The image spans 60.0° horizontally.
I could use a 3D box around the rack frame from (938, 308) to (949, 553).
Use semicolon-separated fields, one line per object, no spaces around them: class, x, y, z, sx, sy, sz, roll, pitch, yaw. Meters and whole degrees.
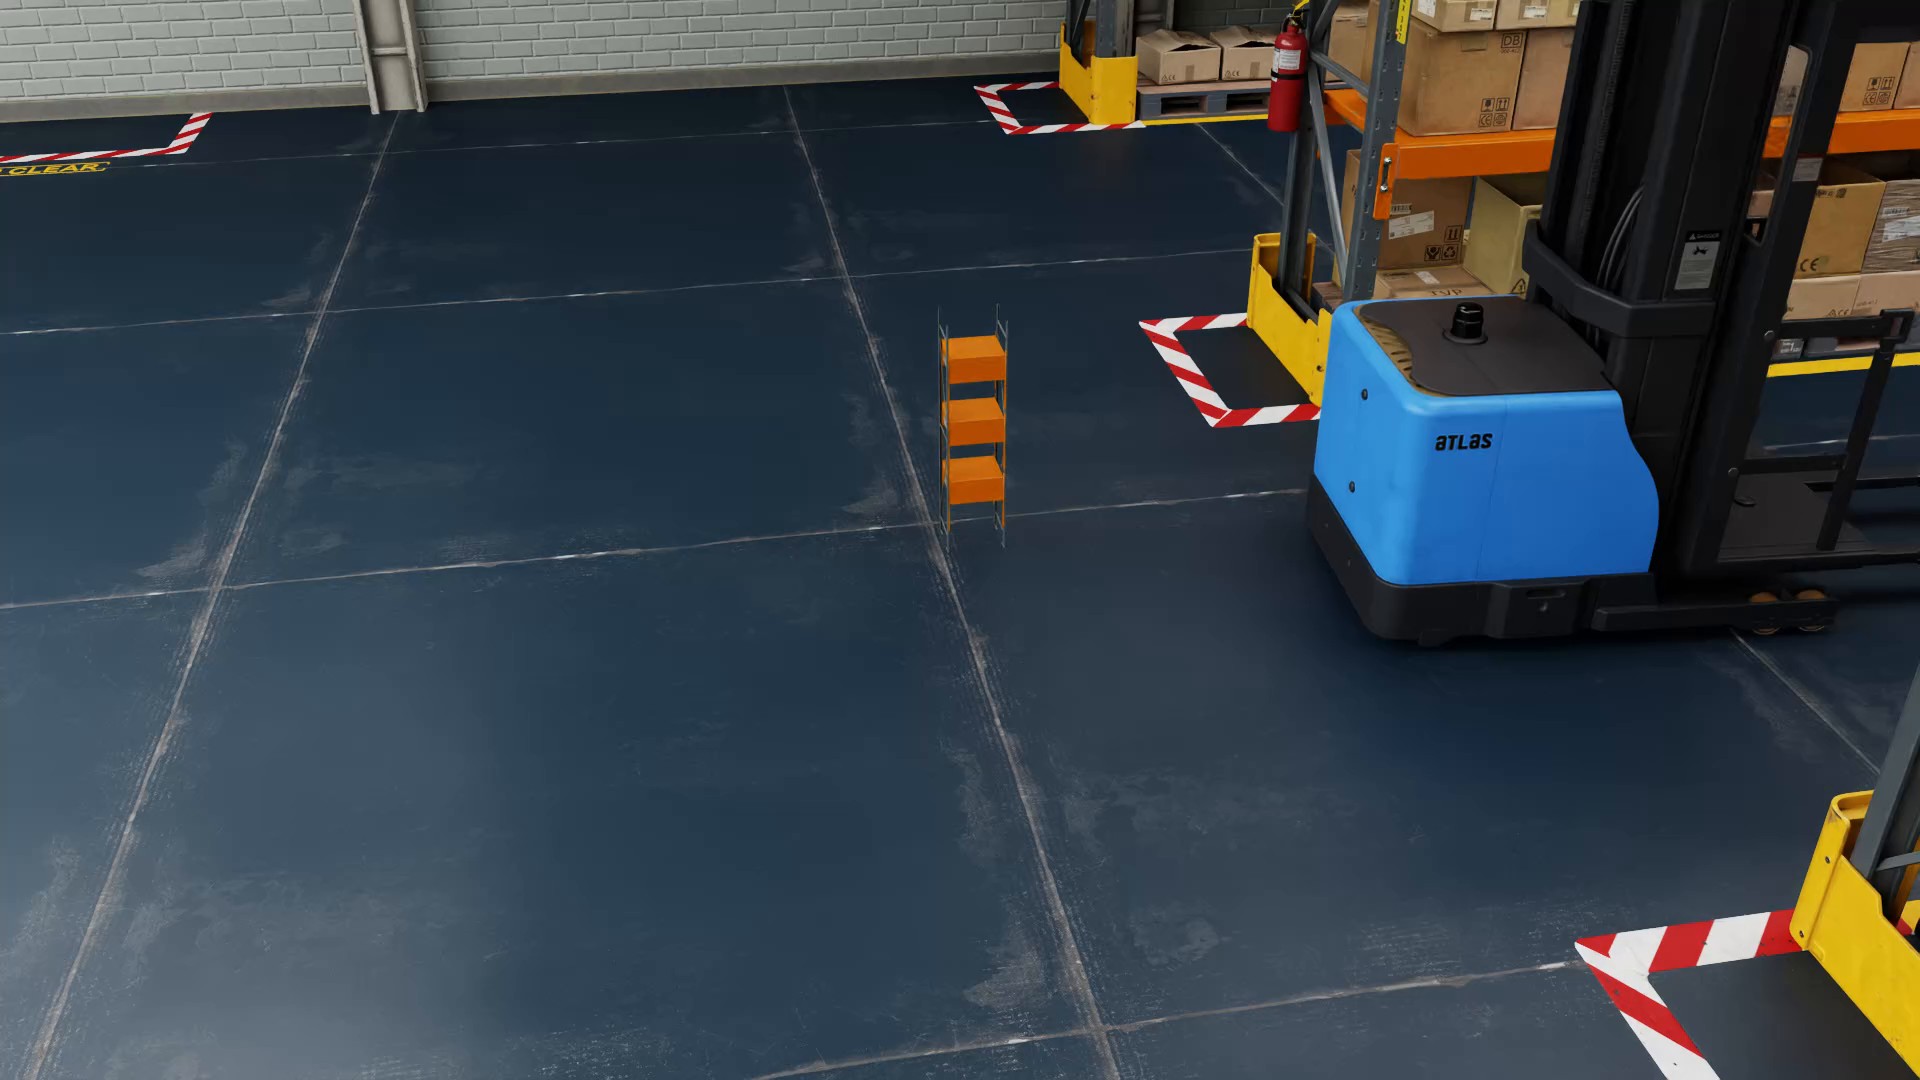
rack frame;-0.067;-0.446;6.973;0.008;1.050;0.200;-5;31;-9

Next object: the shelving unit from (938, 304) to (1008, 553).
shelving unit;0.053;-0.457;6.992;0.252;1.050;0.215;-5;31;-9

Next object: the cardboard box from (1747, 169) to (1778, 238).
cardboard box;3.934;-1.652;8.658;0.500;0.500;0.500;-5;31;-9

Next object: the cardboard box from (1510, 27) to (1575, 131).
cardboard box;2.868;-2.389;8.254;0.500;0.500;0.700;-5;31;-8

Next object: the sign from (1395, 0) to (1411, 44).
sign;1.985;-2.389;7.421;0.005;0.325;0.100;-5;31;-9

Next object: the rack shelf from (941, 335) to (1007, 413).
rack shelf;0.053;-0.693;6.854;0.240;0.259;0.215;-5;31;-9

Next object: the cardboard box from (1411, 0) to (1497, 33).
cardboard box;2.315;-2.510;7.821;0.250;0.149;0.380;-6;31;-9

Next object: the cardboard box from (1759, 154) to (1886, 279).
cardboard box;4.423;-1.704;8.748;0.500;0.500;0.500;-5;31;-9

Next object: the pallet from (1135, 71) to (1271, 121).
pallet;1.875;-3.590;13.147;1.213;0.211;1.003;-5;31;-9

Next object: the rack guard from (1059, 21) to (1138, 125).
rack guard;1.069;-3.658;12.978;0.348;0.500;1.175;-5;31;-9

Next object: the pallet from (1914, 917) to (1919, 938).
pallet;3.645;1.311;4.812;1.213;0.211;1.003;-5;31;-9

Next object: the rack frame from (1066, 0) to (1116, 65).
rack frame;0.995;-4.728;12.332;0.127;3.000;1.000;-5;31;-9

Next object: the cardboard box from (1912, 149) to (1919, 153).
cardboard box;5.313;-2.057;9.347;0.500;0.500;0.500;-5;31;-9

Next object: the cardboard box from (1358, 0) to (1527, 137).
cardboard box;2.352;-2.338;8.169;0.500;0.500;0.700;-5;31;-9

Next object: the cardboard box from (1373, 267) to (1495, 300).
cardboard box;2.458;-1.193;8.618;0.500;0.250;0.500;-5;31;-9

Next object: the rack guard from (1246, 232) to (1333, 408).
rack guard;1.867;-1.179;8.762;0.348;0.500;1.175;-5;31;-9

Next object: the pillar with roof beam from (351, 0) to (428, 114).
pillar with roof beam;-3.599;-5.115;7.072;0.400;9.000;9.100;-5;31;-9

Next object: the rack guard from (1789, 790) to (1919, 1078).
rack guard;2.845;1.258;4.617;0.348;0.500;1.175;-5;31;-9

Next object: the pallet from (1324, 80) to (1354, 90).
pallet;3.072;-3.700;13.333;1.213;0.211;1.003;-5;31;-9

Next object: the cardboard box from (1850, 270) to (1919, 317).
cardboard box;4.915;-1.428;9.017;0.500;0.250;0.500;-5;31;-9

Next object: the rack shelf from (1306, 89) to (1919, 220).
rack shelf;3.858;-2.131;8.625;4.000;0.370;1.077;-5;31;-9

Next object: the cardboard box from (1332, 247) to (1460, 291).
cardboard box;2.365;-1.451;9.057;0.500;0.250;0.500;-5;31;-9

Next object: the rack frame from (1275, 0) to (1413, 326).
rack frame;1.891;-2.259;8.132;0.127;3.000;1.000;-5;31;-9

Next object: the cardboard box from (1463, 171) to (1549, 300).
cardboard box;2.950;-1.563;8.507;0.500;0.500;0.500;-5;31;-9

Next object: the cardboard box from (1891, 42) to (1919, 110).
cardboard box;4.872;-2.572;8.566;0.500;0.500;0.700;-6;31;-9

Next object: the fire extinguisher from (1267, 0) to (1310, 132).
fire extinguisher;1.691;-2.446;8.528;0.183;0.674;0.296;-5;31;-9

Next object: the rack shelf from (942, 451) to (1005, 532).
rack shelf;0.053;-0.209;7.138;0.240;0.259;0.215;-5;31;-9

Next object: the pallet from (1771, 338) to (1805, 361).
pallet;3.833;-1.257;9.180;1.213;0.211;1.003;-5;31;-9

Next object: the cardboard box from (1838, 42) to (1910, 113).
cardboard box;4.378;-2.528;8.492;0.500;0.500;0.700;-5;31;-8

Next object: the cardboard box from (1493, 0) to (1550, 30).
cardboard box;2.575;-2.536;7.864;0.250;0.149;0.380;-6;31;-10

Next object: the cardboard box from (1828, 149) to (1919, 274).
cardboard box;4.914;-1.752;8.829;0.500;0.500;0.500;-5;31;-9

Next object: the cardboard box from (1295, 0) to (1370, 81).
cardboard box;2.983;-3.953;13.045;0.500;0.500;0.700;-7;31;-12

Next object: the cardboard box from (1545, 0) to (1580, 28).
cardboard box;2.820;-2.558;7.902;0.250;0.149;0.380;-5;31;-9

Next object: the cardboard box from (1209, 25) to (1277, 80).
cardboard box;2.252;-3.829;13.022;0.500;0.311;0.500;-3;31;-5

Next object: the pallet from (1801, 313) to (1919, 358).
pallet;5.035;-1.370;9.372;1.213;0.211;1.003;-5;31;-9

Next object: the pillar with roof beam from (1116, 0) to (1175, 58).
pillar with roof beam;2.303;-5.663;8.003;0.400;9.000;9.100;-5;31;-9

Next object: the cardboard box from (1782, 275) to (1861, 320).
cardboard box;4.426;-1.375;8.927;0.500;0.250;0.500;-5;31;-9

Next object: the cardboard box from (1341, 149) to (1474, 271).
cardboard box;2.365;-1.775;8.868;0.500;0.500;0.500;-5;31;-9

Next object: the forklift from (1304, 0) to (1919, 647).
forklift;3.055;-1.152;6.318;3.031;2.935;1.130;-3;31;-5

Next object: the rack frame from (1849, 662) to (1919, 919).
rack frame;2.779;0.211;3.932;0.127;3.000;1.000;-5;31;-9

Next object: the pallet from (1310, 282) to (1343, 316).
pallet;2.635;-1.148;8.993;1.213;0.211;1.003;-5;31;-9

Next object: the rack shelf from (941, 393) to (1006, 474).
rack shelf;0.053;-0.448;6.998;0.240;0.259;0.215;-5;31;-9

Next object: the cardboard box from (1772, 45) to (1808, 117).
cardboard box;3.874;-2.481;8.411;0.500;0.500;0.700;-4;31;-7

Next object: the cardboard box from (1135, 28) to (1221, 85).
cardboard box;1.691;-3.777;12.933;0.500;0.311;0.500;-9;32;-15

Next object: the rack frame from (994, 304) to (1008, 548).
rack frame;0.173;-0.469;7.011;0.008;1.050;0.200;-5;31;-9

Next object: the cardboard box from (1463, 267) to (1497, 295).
cardboard box;2.949;-1.240;8.698;0.500;0.250;0.500;-5;31;-9

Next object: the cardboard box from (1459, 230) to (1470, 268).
cardboard box;2.855;-1.503;9.144;0.500;0.250;0.500;-5;31;-9
